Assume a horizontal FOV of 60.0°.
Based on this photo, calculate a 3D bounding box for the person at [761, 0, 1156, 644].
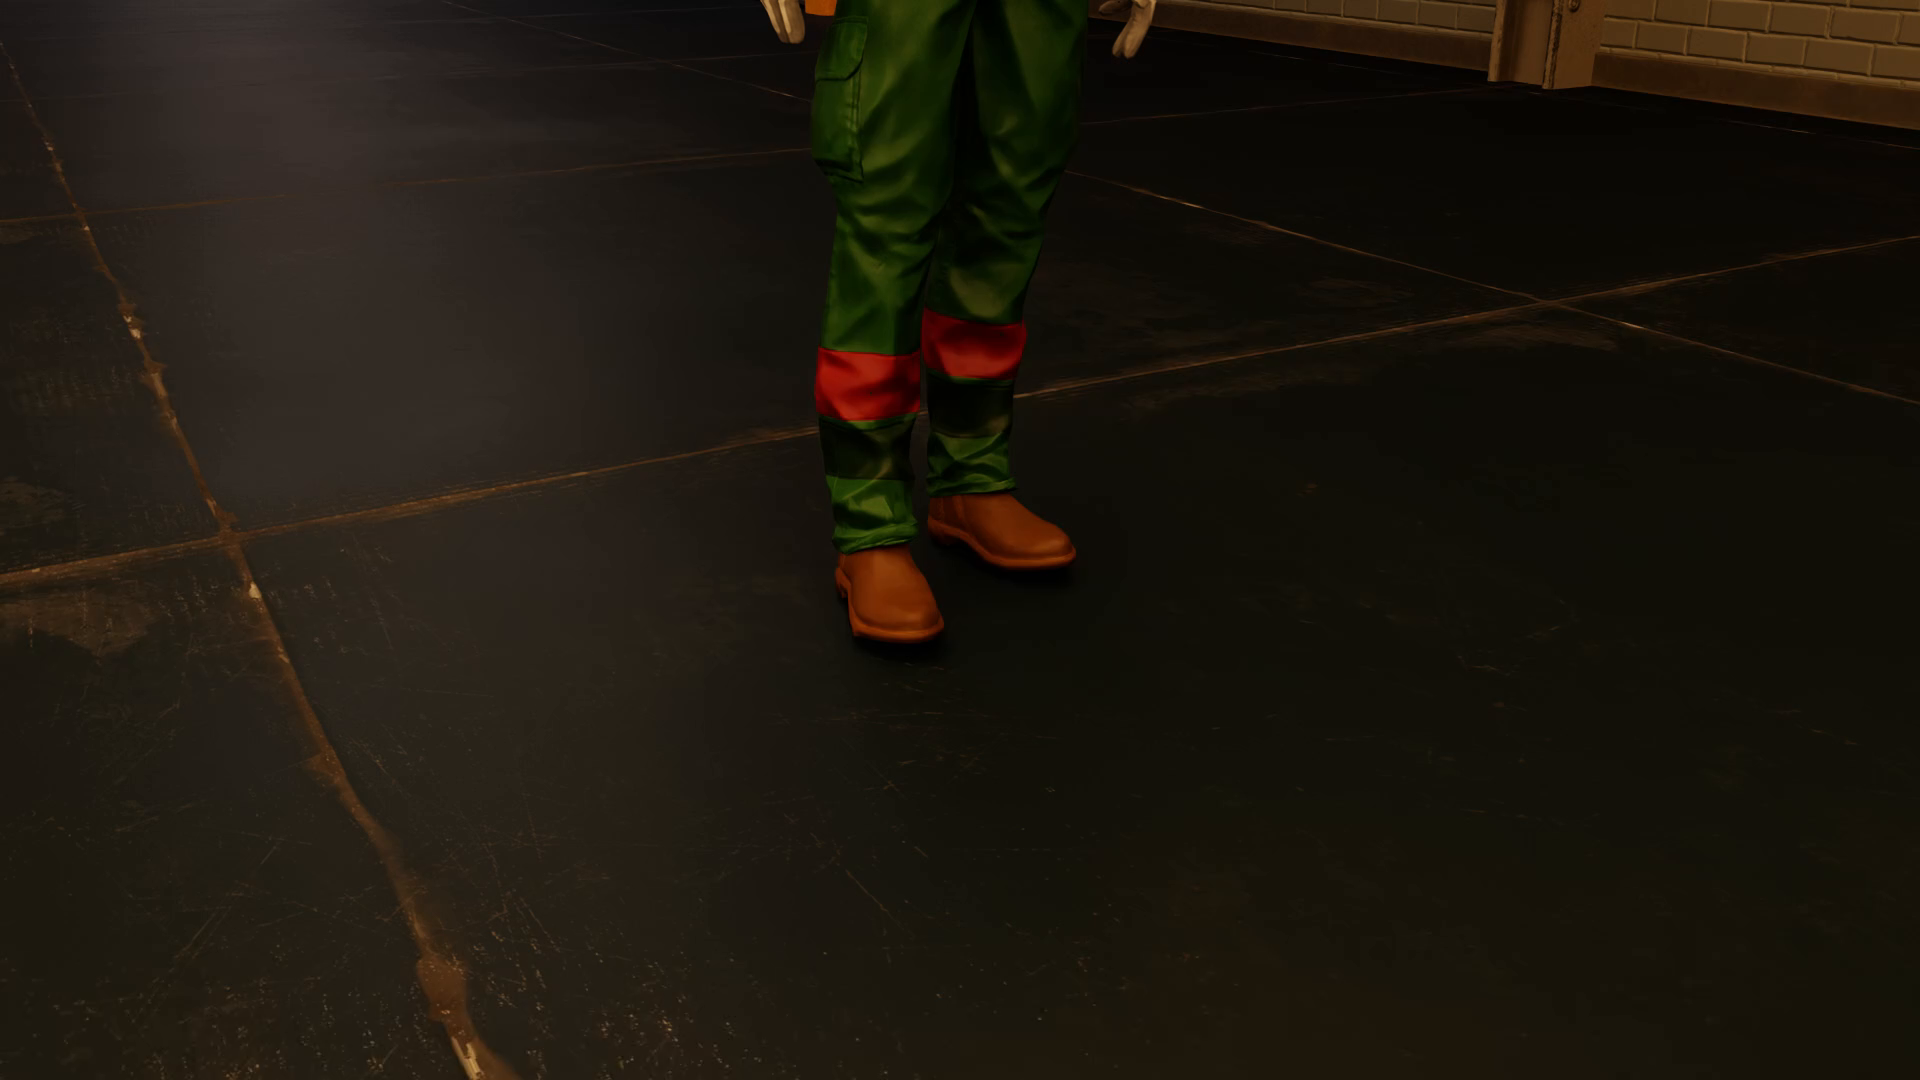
[{"bbox_3d":[0.029,-0.806,2.222,0.637,1.787,0.564,-12,25,-28],"label":"person"}]
